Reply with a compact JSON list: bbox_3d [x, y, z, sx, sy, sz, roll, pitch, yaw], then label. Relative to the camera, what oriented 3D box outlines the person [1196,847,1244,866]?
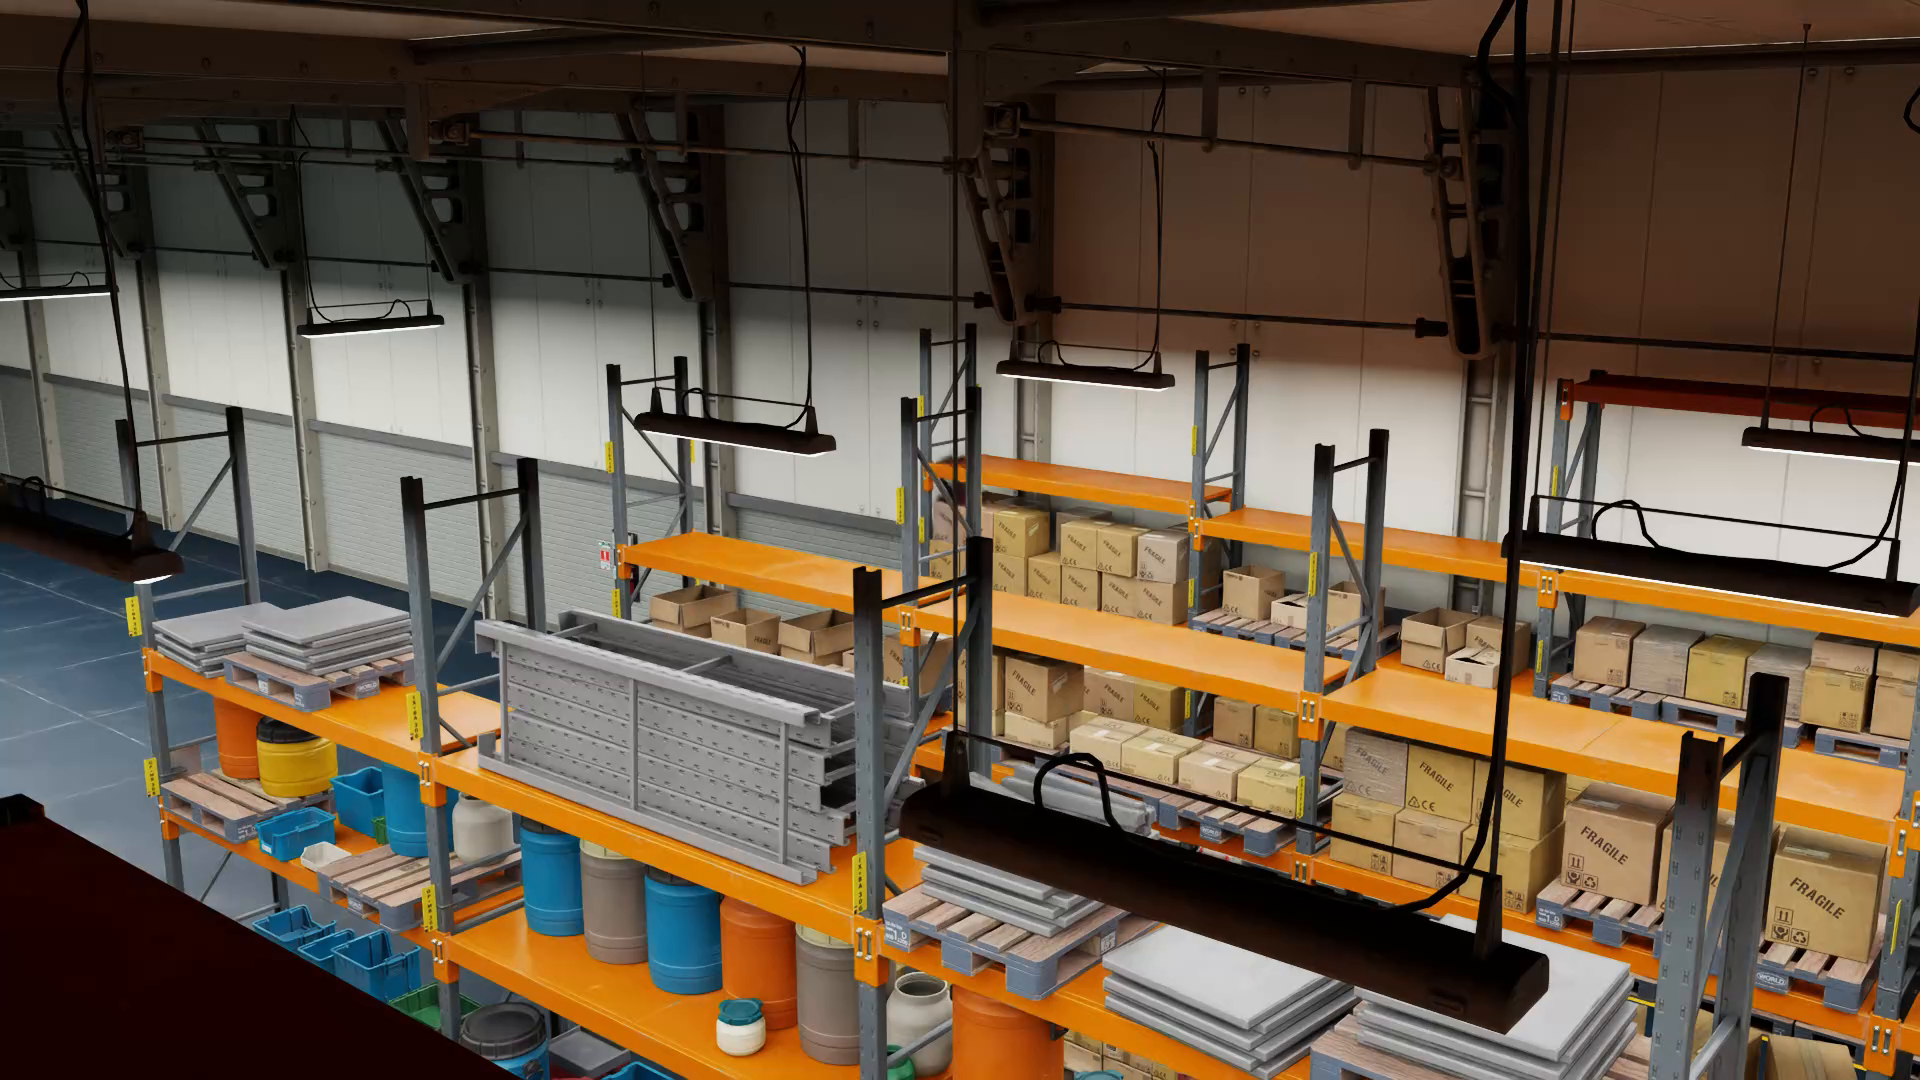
[{"bbox_3d":[2.573,3.566,16.382,0.607,1.802,0.400,11,16,39],"label":"person"}]
